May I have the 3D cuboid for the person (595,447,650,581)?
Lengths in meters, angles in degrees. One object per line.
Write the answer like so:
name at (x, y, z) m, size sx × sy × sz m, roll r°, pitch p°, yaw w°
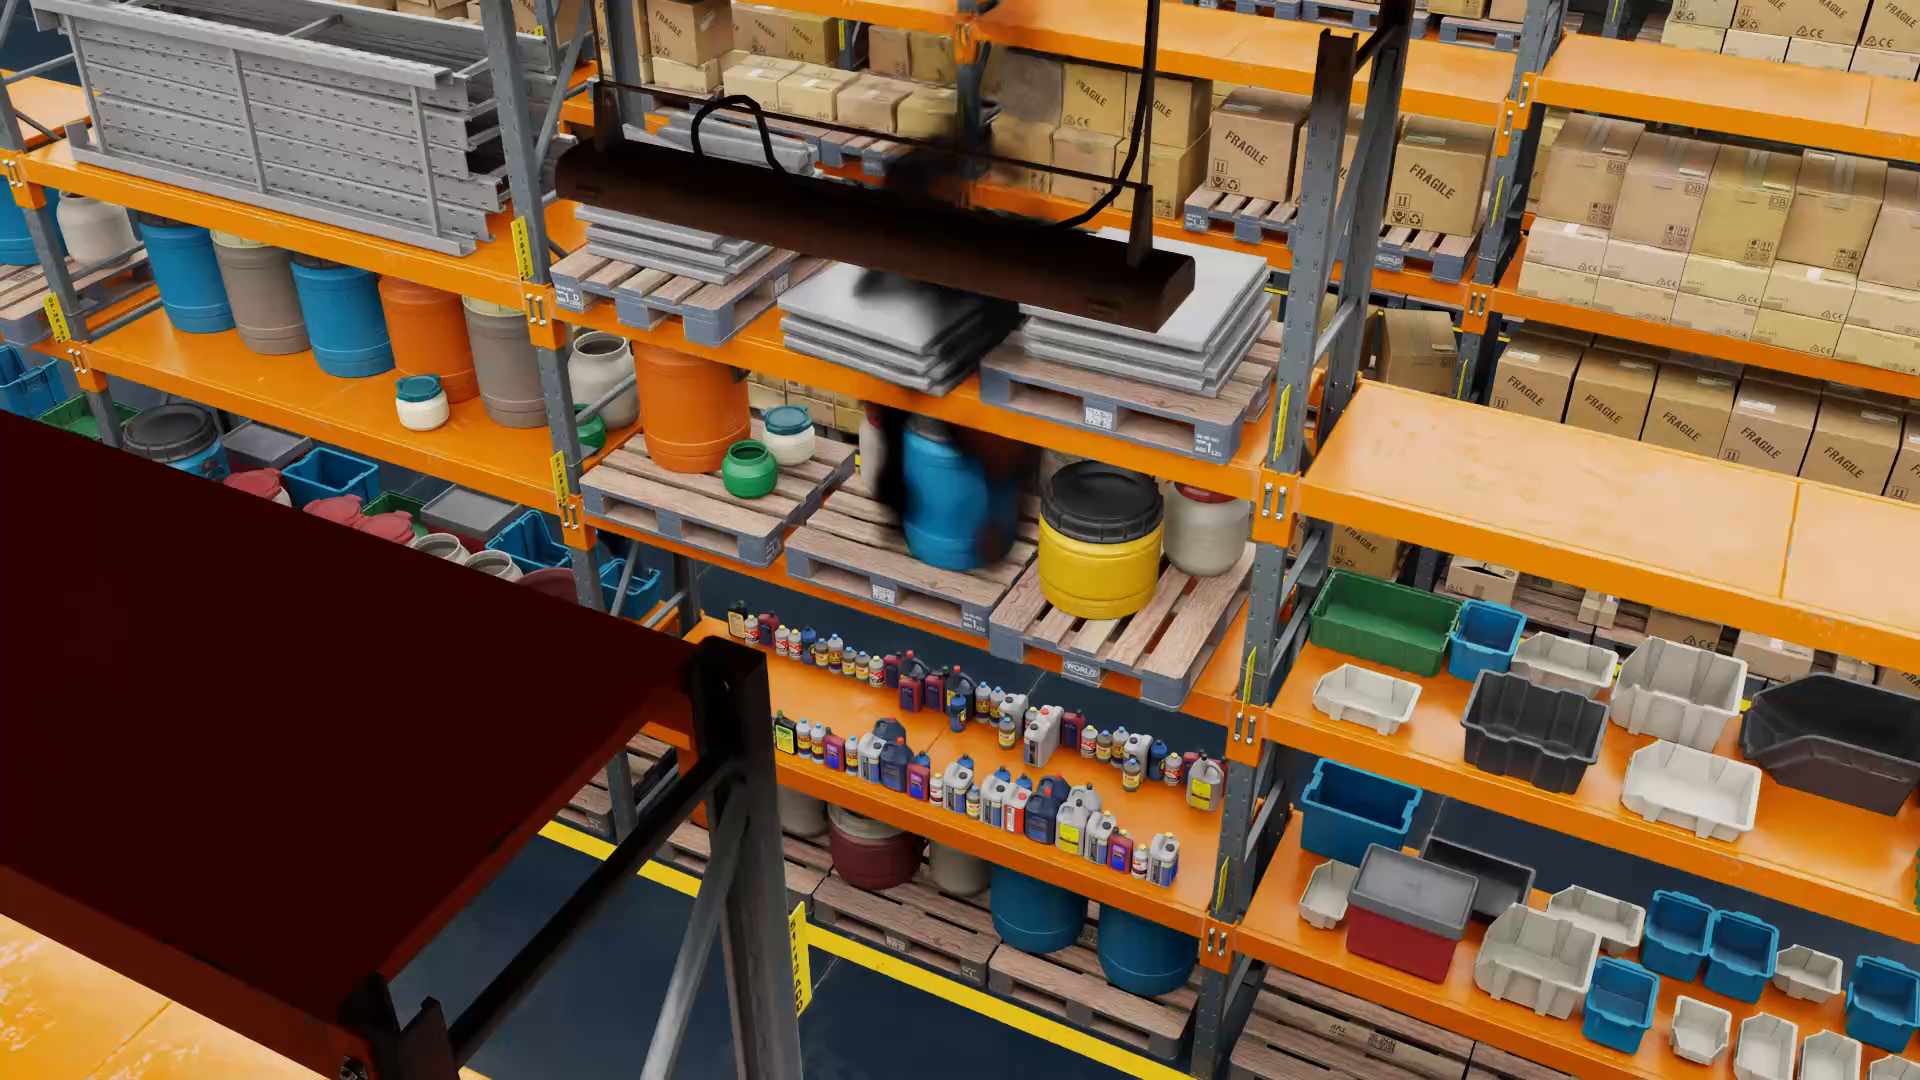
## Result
person at (-2.657, -0.205, 12.788) m, size 0.657 × 1.564 × 0.508 m, roll 12°, pitch 37°, yaw 17°
